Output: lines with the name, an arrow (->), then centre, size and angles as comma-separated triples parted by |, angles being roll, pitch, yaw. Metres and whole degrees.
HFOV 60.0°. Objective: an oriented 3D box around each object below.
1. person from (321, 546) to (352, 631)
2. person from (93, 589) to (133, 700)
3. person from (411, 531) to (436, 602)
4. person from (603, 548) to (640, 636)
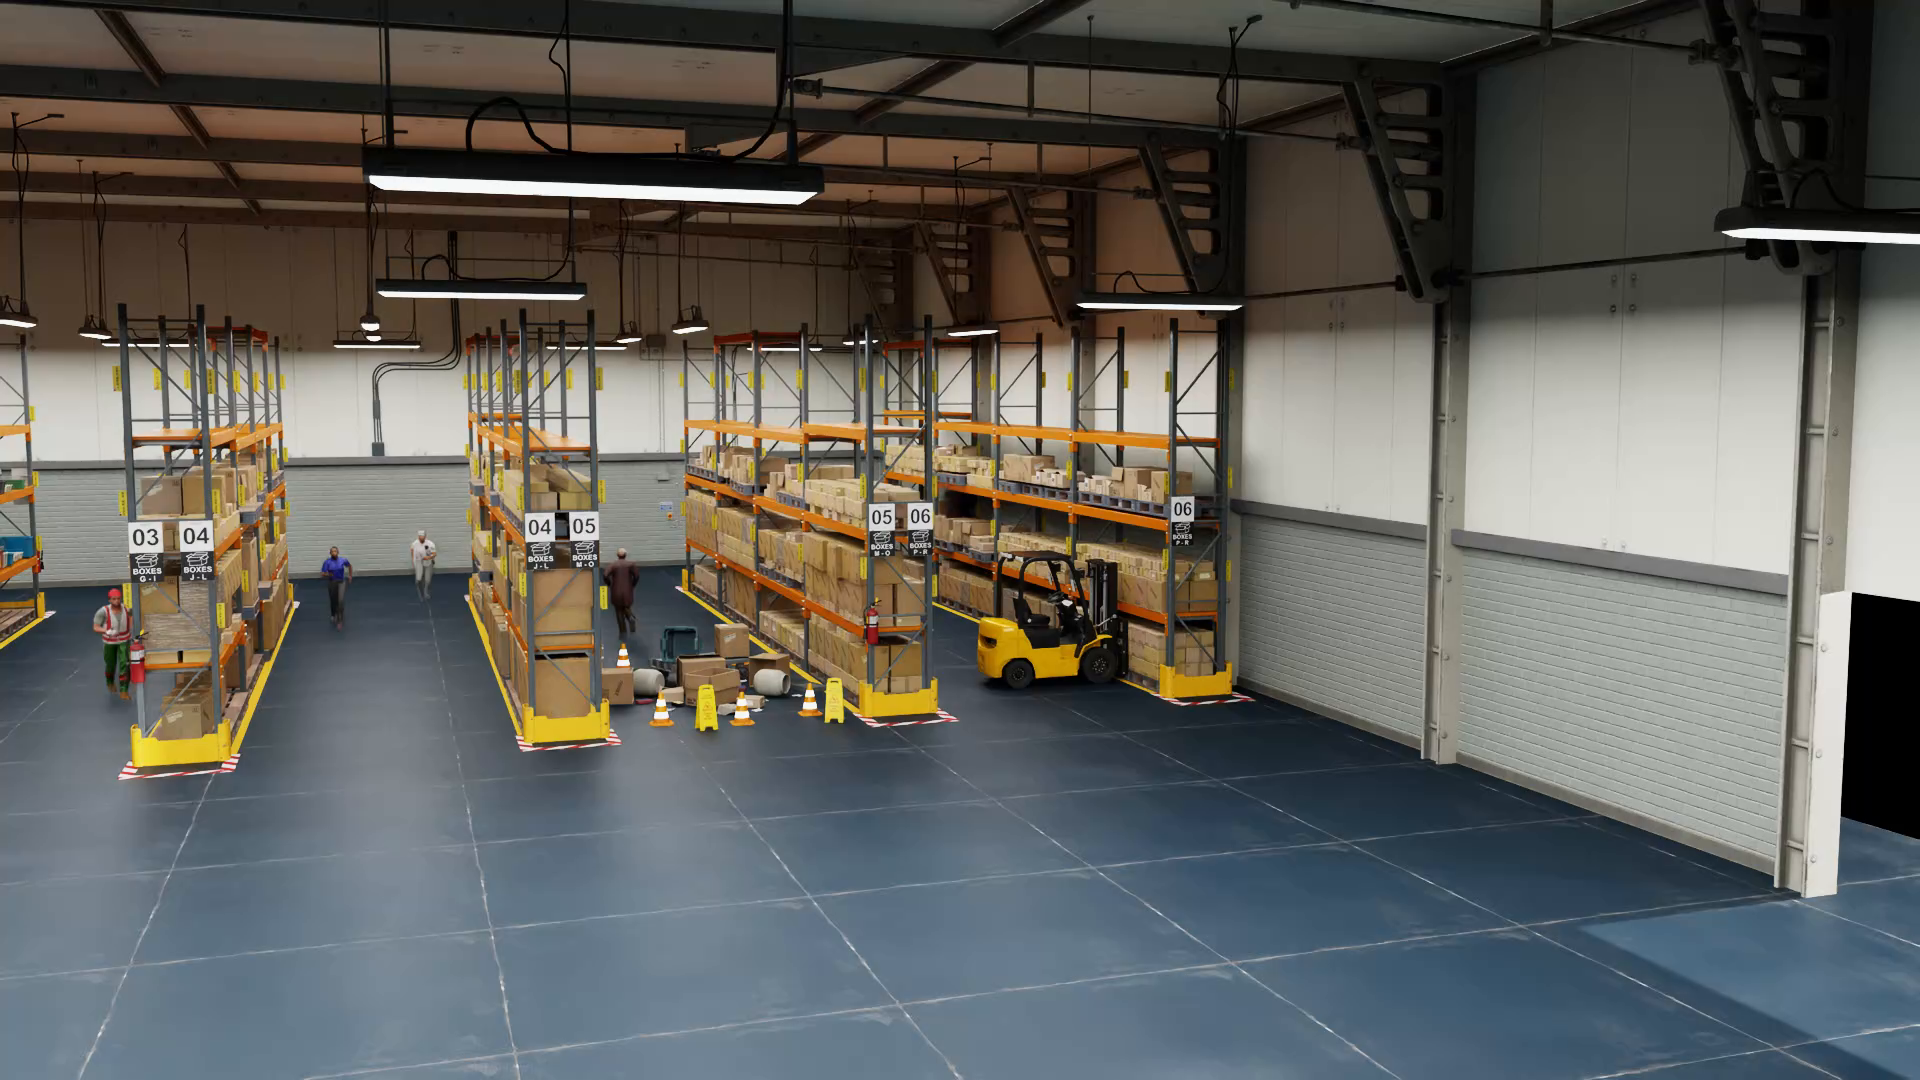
person -> -12.716, 0.965, 33.958 | 0.567, 1.699, 0.898 | -1, 6, -13
person -> -13.381, 1.624, 26.383 | 0.683, 1.754, 0.985 | -4, 7, -34
person -> -12.253, 0.609, 38.000 | 0.592, 1.679, 0.773 | -1, 5, -8
person -> -6.649, 1.044, 32.688 | 0.710, 1.756, 0.727 | -2, 6, -17
